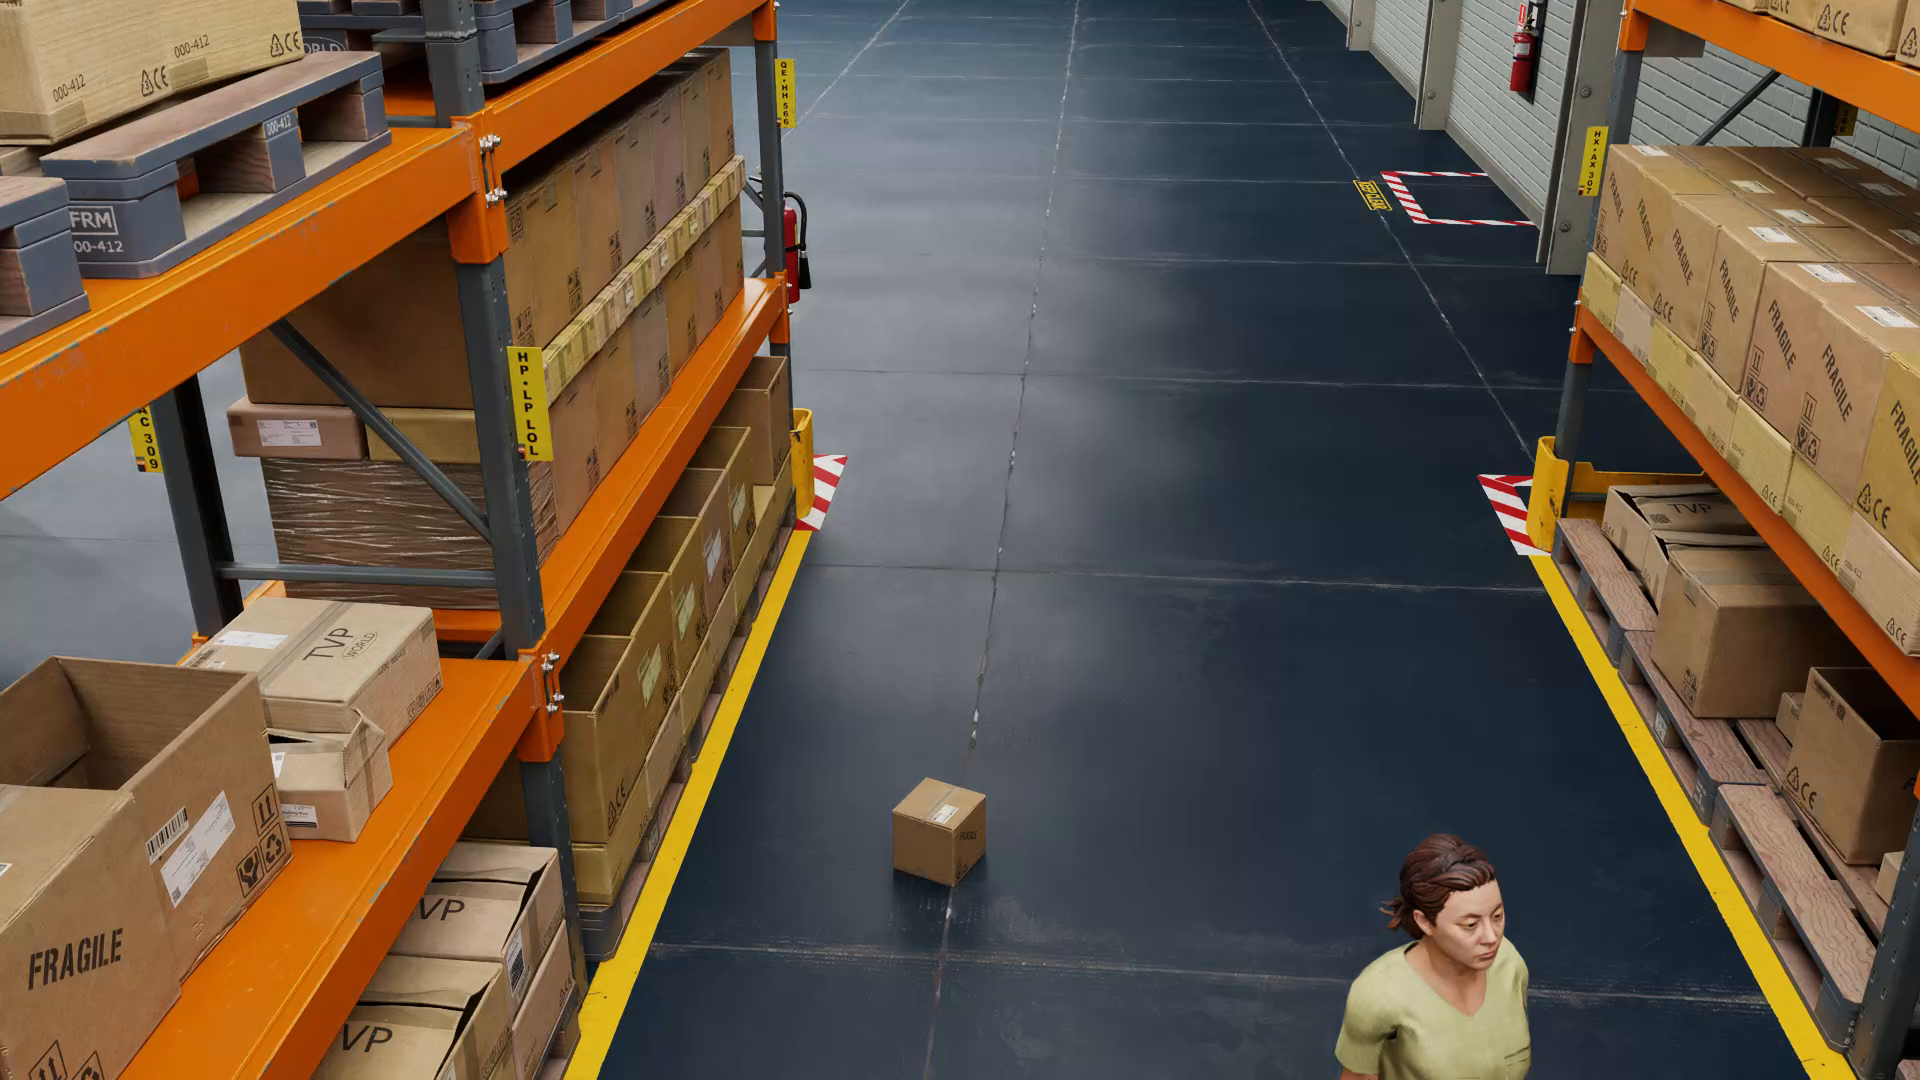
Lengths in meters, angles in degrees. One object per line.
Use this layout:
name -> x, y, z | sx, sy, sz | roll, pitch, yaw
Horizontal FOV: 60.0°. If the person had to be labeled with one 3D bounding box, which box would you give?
person -> 1.001, 1.354, 3.615 | 0.443, 1.652, 0.660 | -9, 26, -18
